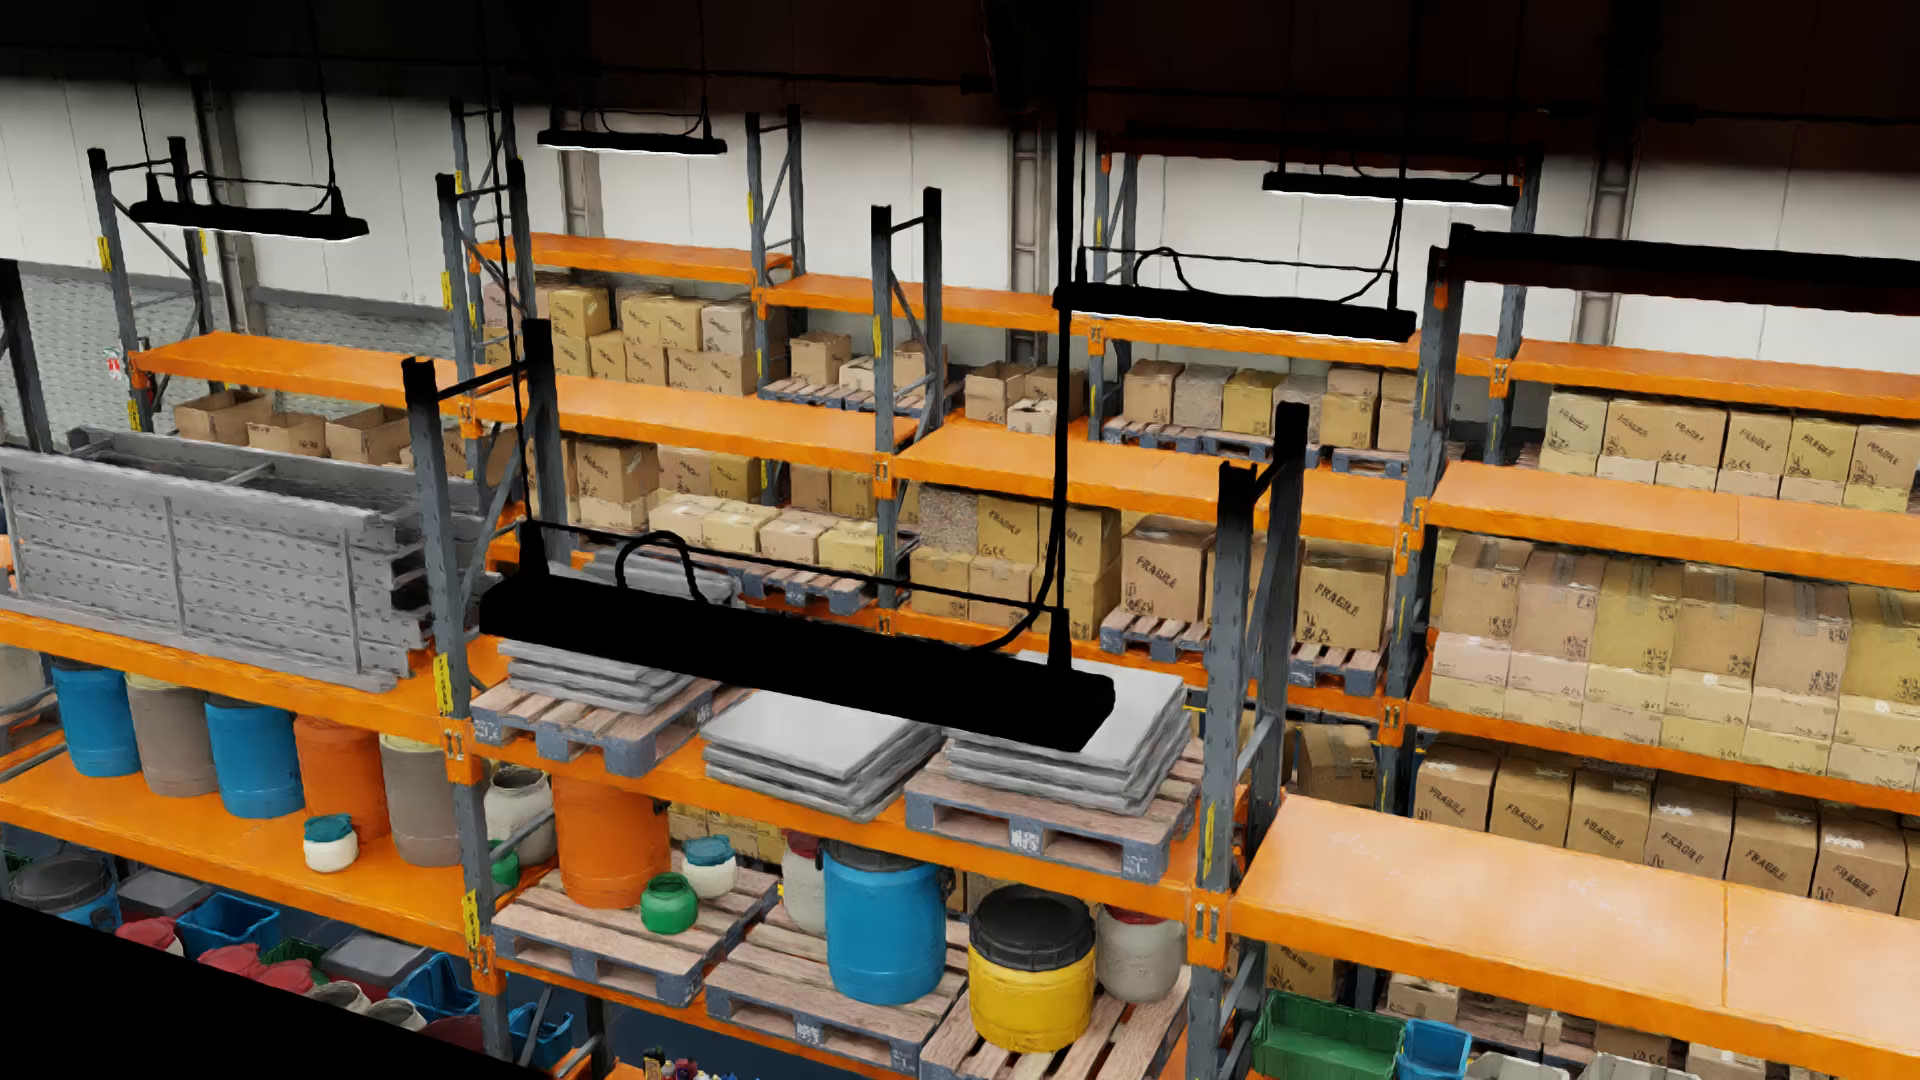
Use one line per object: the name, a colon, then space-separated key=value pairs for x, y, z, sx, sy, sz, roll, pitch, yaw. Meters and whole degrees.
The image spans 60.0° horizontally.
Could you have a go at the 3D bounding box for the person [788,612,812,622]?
person: x=-1.543 y=1.476 z=16.507 sx=0.553 sy=1.555 sz=0.564 roll=-14 pitch=24 yaw=-32
